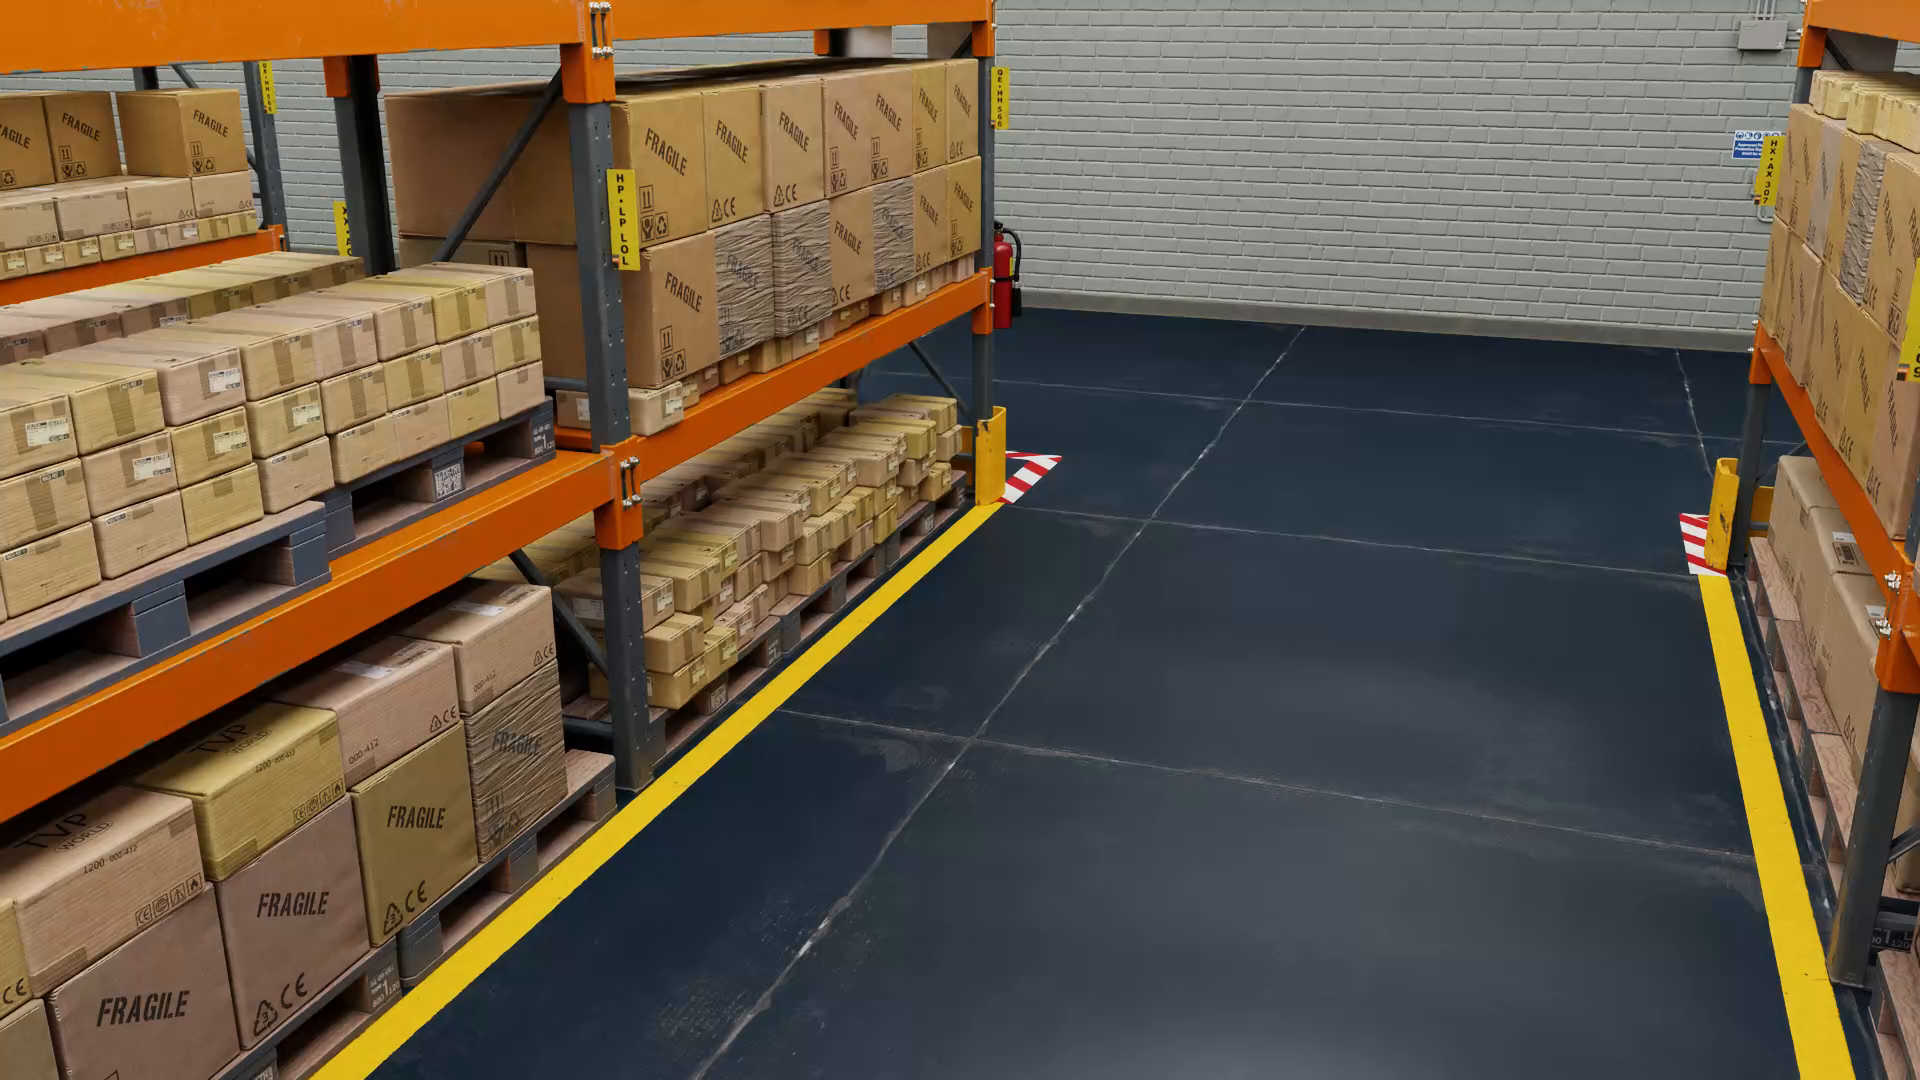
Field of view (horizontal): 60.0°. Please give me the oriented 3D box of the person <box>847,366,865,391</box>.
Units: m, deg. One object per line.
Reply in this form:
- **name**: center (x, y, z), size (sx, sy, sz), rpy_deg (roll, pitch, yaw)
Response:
- **person**: center (-1.009, -1.623, 10.918), size (0.703, 1.753, 0.604), rpy_deg (2, 18, 5)
